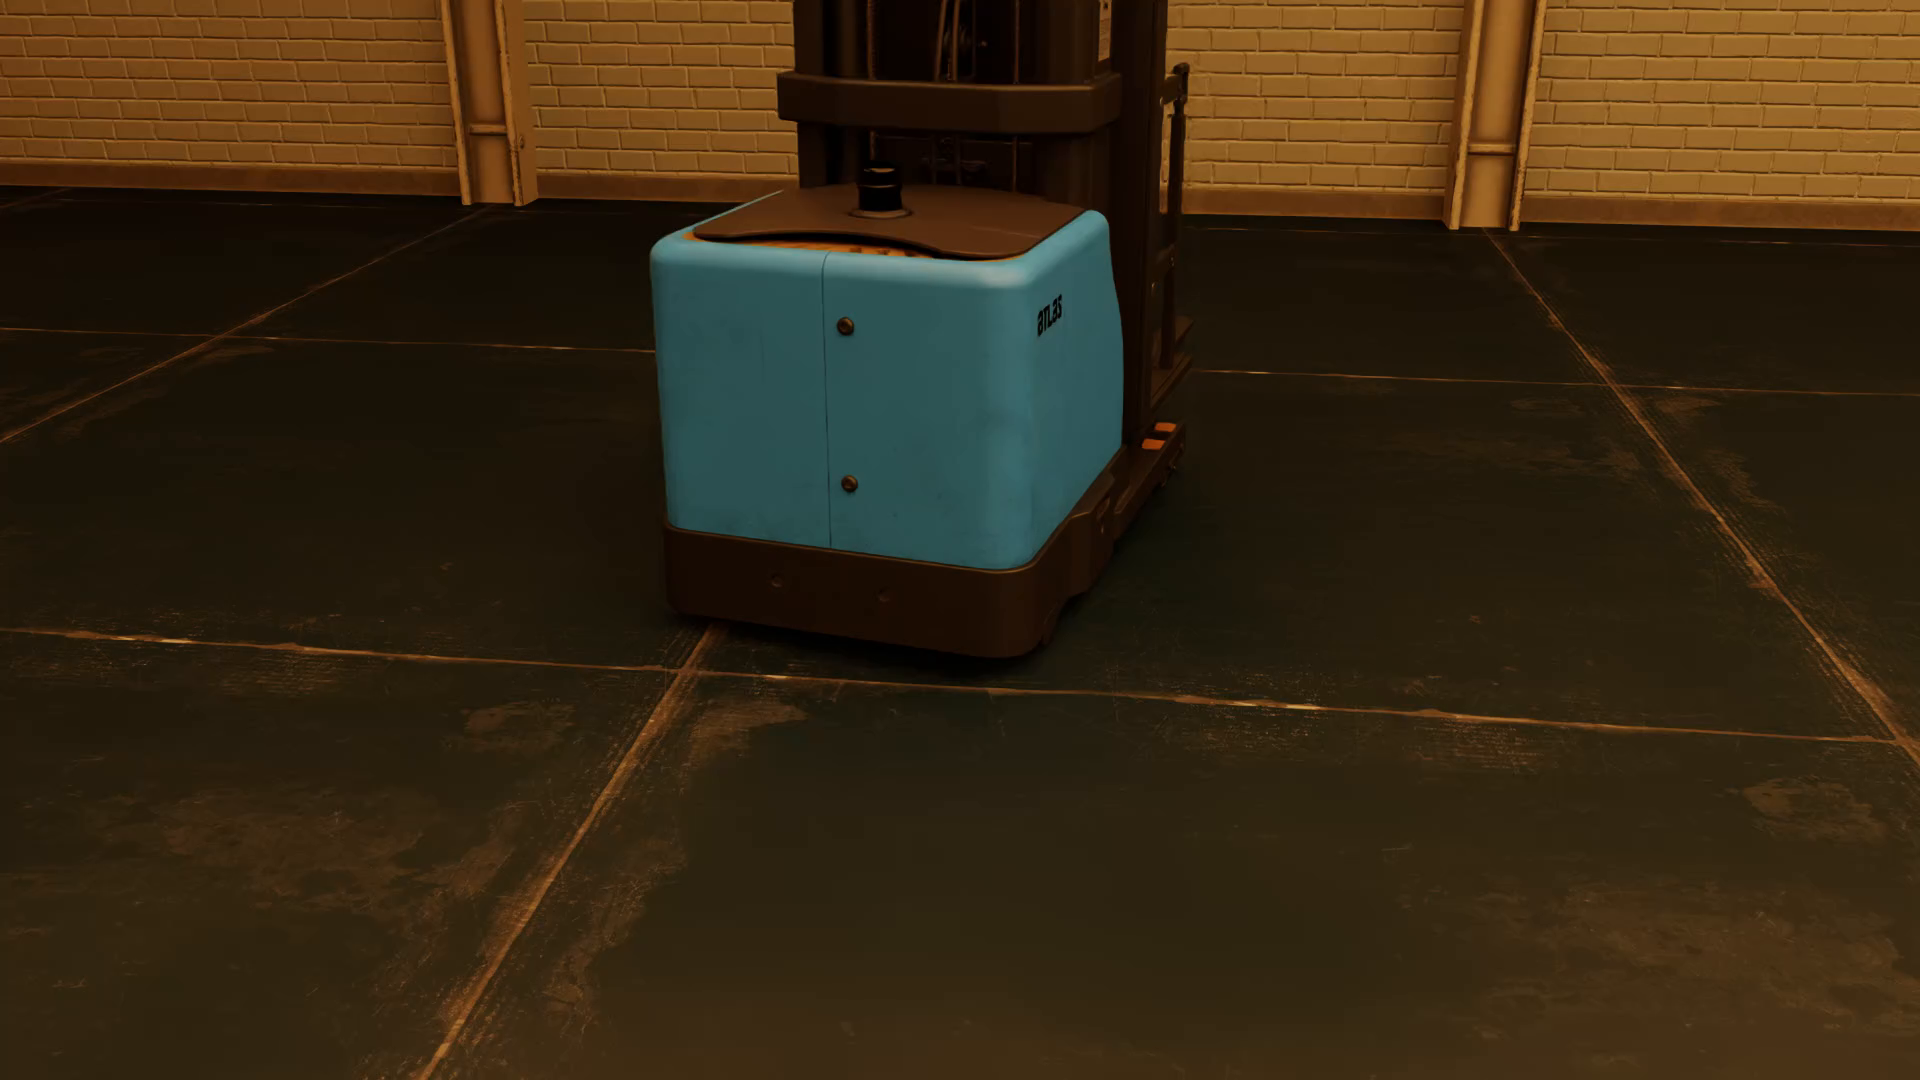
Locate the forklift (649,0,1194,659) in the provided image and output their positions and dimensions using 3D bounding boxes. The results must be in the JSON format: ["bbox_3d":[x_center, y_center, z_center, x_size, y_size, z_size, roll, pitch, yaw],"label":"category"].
[{"bbox_3d":[0.152,-1.577,5.171,1.130,2.935,3.031,7,23,17],"label":"forklift"}]
